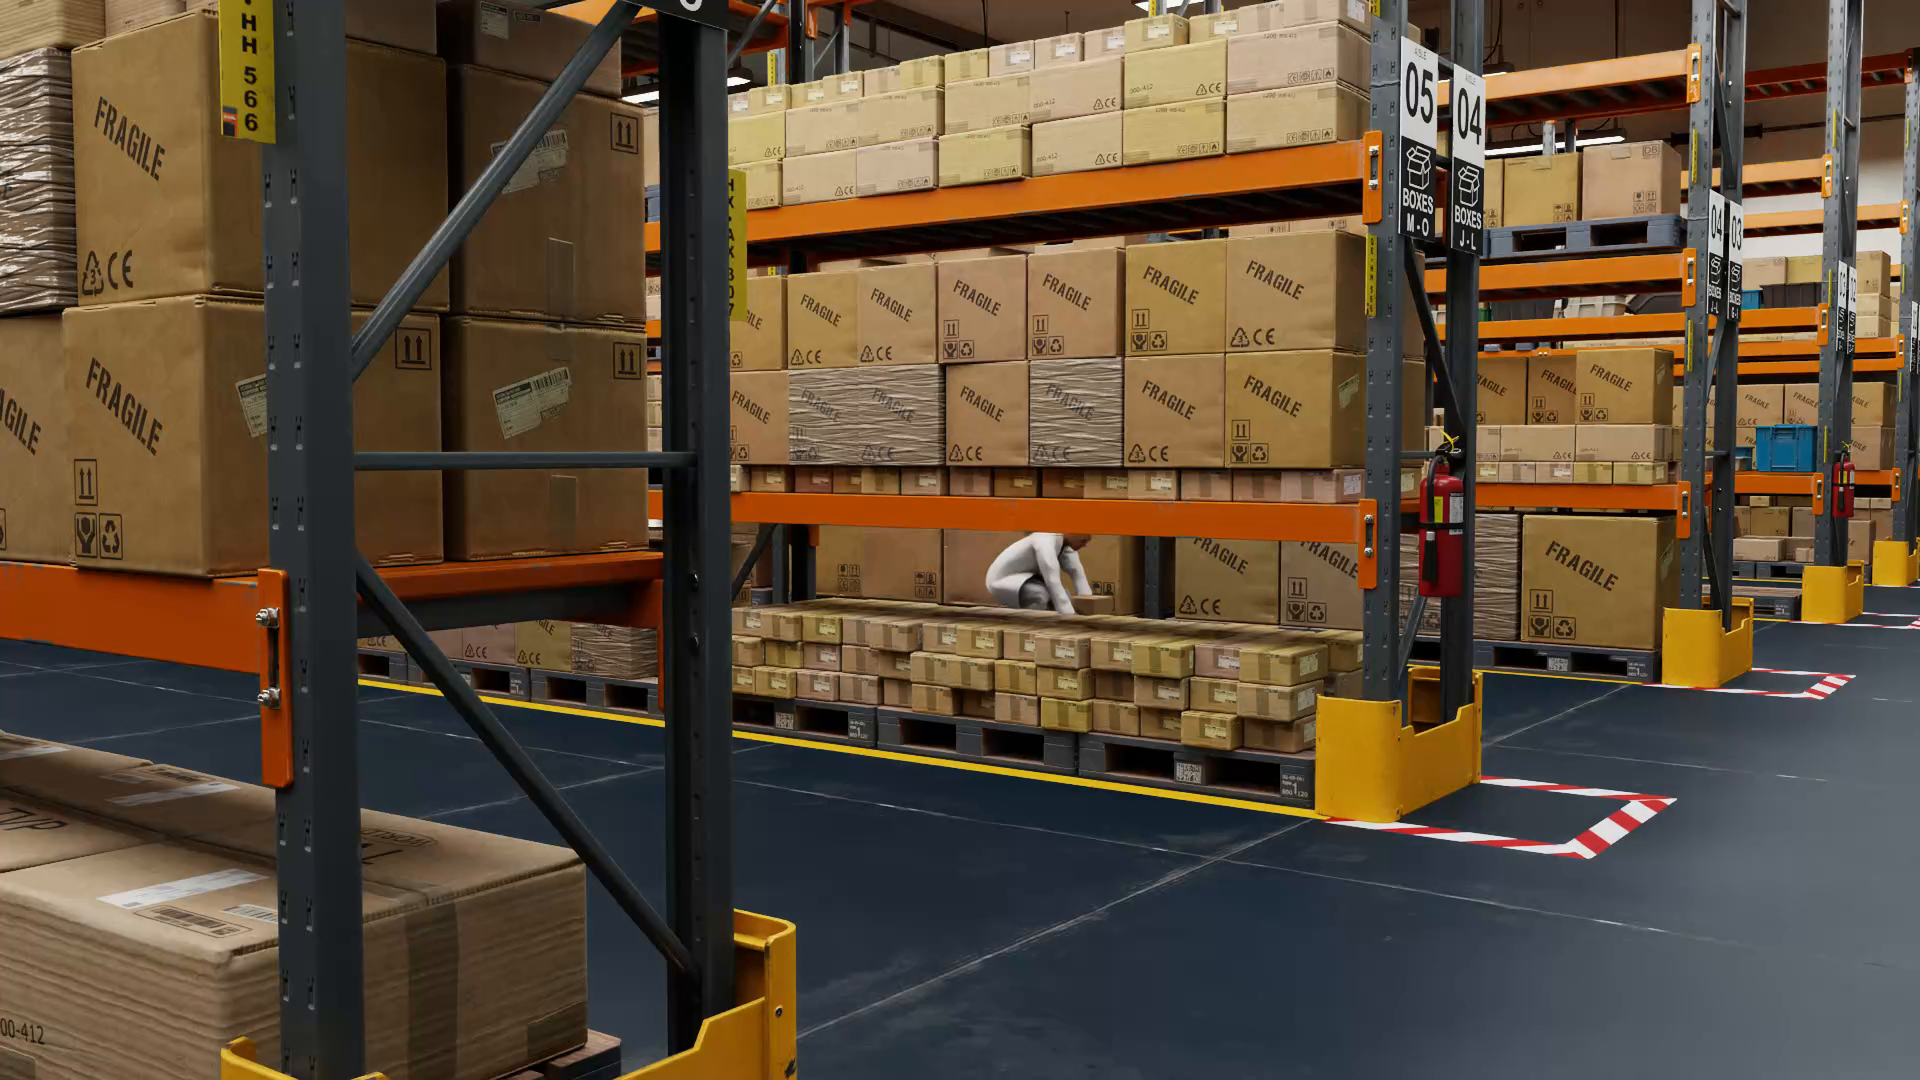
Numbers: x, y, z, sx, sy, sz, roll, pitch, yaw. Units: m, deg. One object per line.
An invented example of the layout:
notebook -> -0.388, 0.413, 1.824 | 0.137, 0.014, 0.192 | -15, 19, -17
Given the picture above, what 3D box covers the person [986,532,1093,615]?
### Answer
person -> 0.625, 0.345, 12.473 | 0.895, 1.029, 0.609 | 2, 4, 30
